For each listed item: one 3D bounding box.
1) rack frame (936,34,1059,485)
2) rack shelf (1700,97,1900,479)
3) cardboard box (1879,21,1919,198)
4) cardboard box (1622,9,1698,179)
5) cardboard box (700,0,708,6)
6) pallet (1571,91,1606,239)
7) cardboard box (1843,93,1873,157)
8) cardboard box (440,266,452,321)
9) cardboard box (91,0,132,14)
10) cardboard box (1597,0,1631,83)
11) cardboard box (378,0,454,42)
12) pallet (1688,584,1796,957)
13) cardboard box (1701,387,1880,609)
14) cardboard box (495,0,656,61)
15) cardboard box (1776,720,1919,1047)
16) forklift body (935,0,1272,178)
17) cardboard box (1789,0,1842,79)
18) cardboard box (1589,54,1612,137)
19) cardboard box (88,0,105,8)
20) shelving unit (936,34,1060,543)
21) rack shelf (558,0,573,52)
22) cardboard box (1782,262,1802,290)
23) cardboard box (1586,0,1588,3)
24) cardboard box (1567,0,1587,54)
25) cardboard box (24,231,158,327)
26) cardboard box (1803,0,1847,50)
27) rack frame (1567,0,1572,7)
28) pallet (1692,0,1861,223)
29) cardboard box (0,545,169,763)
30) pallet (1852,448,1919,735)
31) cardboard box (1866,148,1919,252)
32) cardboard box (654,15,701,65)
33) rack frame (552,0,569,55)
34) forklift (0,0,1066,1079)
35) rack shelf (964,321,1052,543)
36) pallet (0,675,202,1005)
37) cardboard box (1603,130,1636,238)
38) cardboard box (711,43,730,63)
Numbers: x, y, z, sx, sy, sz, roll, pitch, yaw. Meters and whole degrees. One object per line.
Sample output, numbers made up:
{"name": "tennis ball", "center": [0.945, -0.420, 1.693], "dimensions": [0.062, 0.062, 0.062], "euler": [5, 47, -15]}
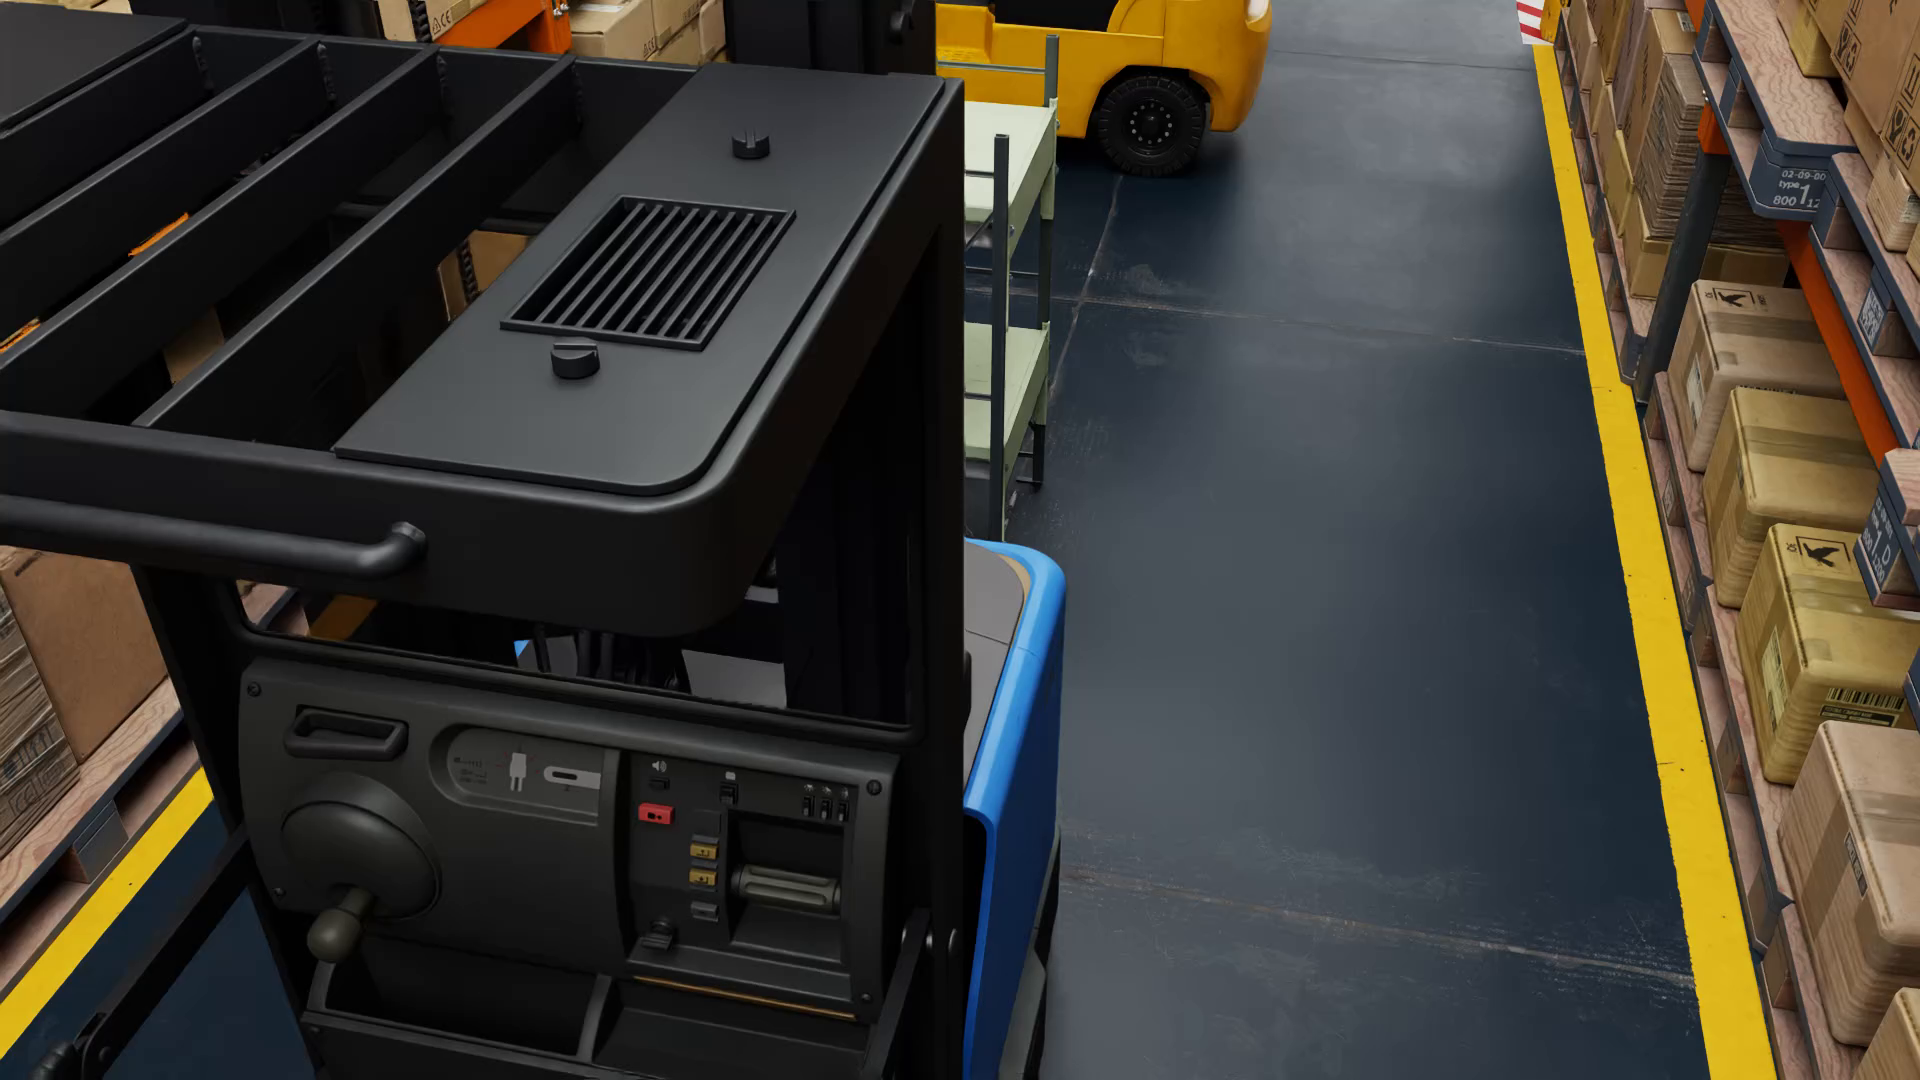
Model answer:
{"name": "rack frame", "center": [0.080, -0.821, 5.105], "dimensions": [0.400, 1.500, 0.023], "euler": [7, 37, 10]}
{"name": "rack shelf", "center": [2.477, -0.228, 3.622], "dimensions": [1.077, 0.370, 4.000], "euler": [7, 37, 10]}
{"name": "cardboard box", "center": [2.200, -0.900, 3.239], "dimensions": [0.500, 0.500, 0.500], "euler": [6, 36, 8]}
{"name": "cardboard box", "center": [2.876, -1.691, 6.374], "dimensions": [0.500, 0.500, 0.500], "euler": [8, 37, 11]}
{"name": "cardboard box", "center": [-1.321, -2.564, 7.366], "dimensions": [0.500, 0.250, 0.500], "euler": [9, 37, 12]}
{"name": "pallet", "center": [3.272, -1.628, 7.317], "dimensions": [1.003, 0.211, 1.213], "euler": [7, 37, 10]}
{"name": "cardboard box", "center": [2.334, -1.001, 3.931], "dimensions": [0.380, 0.149, 0.250], "euler": [8, 37, 11]}
{"name": "cardboard box", "center": [-2.219, -0.750, 5.395], "dimensions": [0.875, 0.625, 0.625], "euler": [7, 37, 9]}
{"name": "cardboard box", "center": [-2.144, -1.239, 4.106], "dimensions": [0.500, 0.250, 0.500], "euler": [8, 37, 11]}
{"name": "cardboard box", "center": [3.089, -2.292, 7.202], "dimensions": [0.500, 0.500, 0.500], "euler": [8, 37, 11]}
{"name": "cardboard box", "center": [-1.900, -1.615, 5.050], "dimensions": [0.500, 0.250, 0.500], "euler": [7, 37, 10]}
{"name": "pallet", "center": [2.481, 0.611, 4.227], "dimensions": [1.003, 0.211, 1.213], "euler": [7, 37, 10]}
{"name": "cardboard box", "center": [2.645, -0.059, 4.656], "dimensions": [0.950, 0.372, 0.625], "euler": [10, 37, 13]}
{"name": "cardboard box", "center": [-1.536, -1.986, 6.567], "dimensions": [0.500, 0.250, 0.500], "euler": [7, 36, 9]}
{"name": "cardboard box", "center": [2.330, 0.774, 3.507], "dimensions": [0.950, 0.372, 0.625], "euler": [7, 36, 9]}
{"name": "forklift body", "center": [0.286, -2.920, 7.446], "dimensions": [2.313, 2.155, 1.214], "euler": [7, 37, 10]}
{"name": "cardboard box", "center": [2.416, -1.315, 4.365], "dimensions": [0.380, 0.149, 0.250], "euler": [8, 37, 11]}
{"name": "cardboard box", "center": [3.096, -1.982, 7.414], "dimensions": [0.500, 0.250, 0.500], "euler": [10, 37, 13]}
{"name": "cardboard box", "center": [-2.217, -1.345, 3.911], "dimensions": [0.380, 0.149, 0.250], "euler": [7, 37, 10]}
{"name": "shelving unit", "center": [0.001, -0.611, 4.815], "dimensions": [0.431, 1.500, 0.755], "euler": [7, 37, 10]}
{"name": "rack shelf", "center": [-1.518, -3.142, 7.642], "dimensions": [1.077, 0.370, 4.000], "euler": [7, 37, 10]}
{"name": "cardboard box", "center": [3.294, -1.027, 6.097], "dimensions": [0.500, 0.250, 0.500], "euler": [6, 36, 8]}
{"name": "cardboard box", "center": [3.312, -2.878, 8.012], "dimensions": [0.500, 0.500, 0.500], "euler": [6, 36, 8]}
{"name": "cardboard box", "center": [3.316, -2.588, 8.251], "dimensions": [0.500, 0.250, 0.500], "euler": [7, 37, 10]}
{"name": "cardboard box", "center": [-2.251, -0.740, 3.843], "dimensions": [0.500, 0.250, 0.500], "euler": [6, 36, 8]}
{"name": "cardboard box", "center": [2.418, -1.477, 4.036], "dimensions": [0.500, 0.500, 0.500], "euler": [7, 37, 10]}
{"name": "rack frame", "center": [3.759, -3.960, 8.157], "dimensions": [1.000, 3.000, 0.127], "euler": [7, 37, 10]}
{"name": "pallet", "center": [2.599, -1.169, 4.470], "dimensions": [1.003, 0.211, 1.213], "euler": [7, 37, 10]}
{"name": "cardboard box", "center": [-2.521, 0.067, 4.267], "dimensions": [0.875, 0.625, 0.625], "euler": [8, 37, 11]}
{"name": "pallet", "center": [2.098, 0.283, 2.467], "dimensions": [1.213, 0.211, 1.003], "euler": [7, 37, 10]}
{"name": "cardboard box", "center": [2.172, -0.714, 3.535], "dimensions": [0.380, 0.149, 0.250], "euler": [9, 37, 12]}
{"name": "cardboard box", "center": [-1.435, -2.073, 7.114], "dimensions": [0.500, 0.250, 0.500], "euler": [7, 37, 10]}
{"name": "rack frame", "center": [-1.945, -2.286, 5.849], "dimensions": [1.000, 3.000, 0.127], "euler": [7, 37, 10]}
{"name": "forklift", "center": [-0.590, 0.483, 2.086], "dimensions": [1.130, 2.935, 3.031], "euler": [7, 37, 10]}
{"name": "rack shelf", "center": [0.001, -0.347, 5.006], "dimensions": [0.431, 0.370, 0.720], "euler": [7, 37, 10]}
{"name": "pallet", "center": [-2.586, 0.669, 4.147], "dimensions": [1.003, 0.211, 1.213], "euler": [7, 37, 10]}
{"name": "cardboard box", "center": [2.872, -1.402, 6.614], "dimensions": [0.500, 0.250, 0.500], "euler": [6, 36, 9]}
{"name": "cardboard box", "center": [-1.331, -2.168, 7.671], "dimensions": [0.500, 0.250, 0.500], "euler": [8, 37, 11]}
